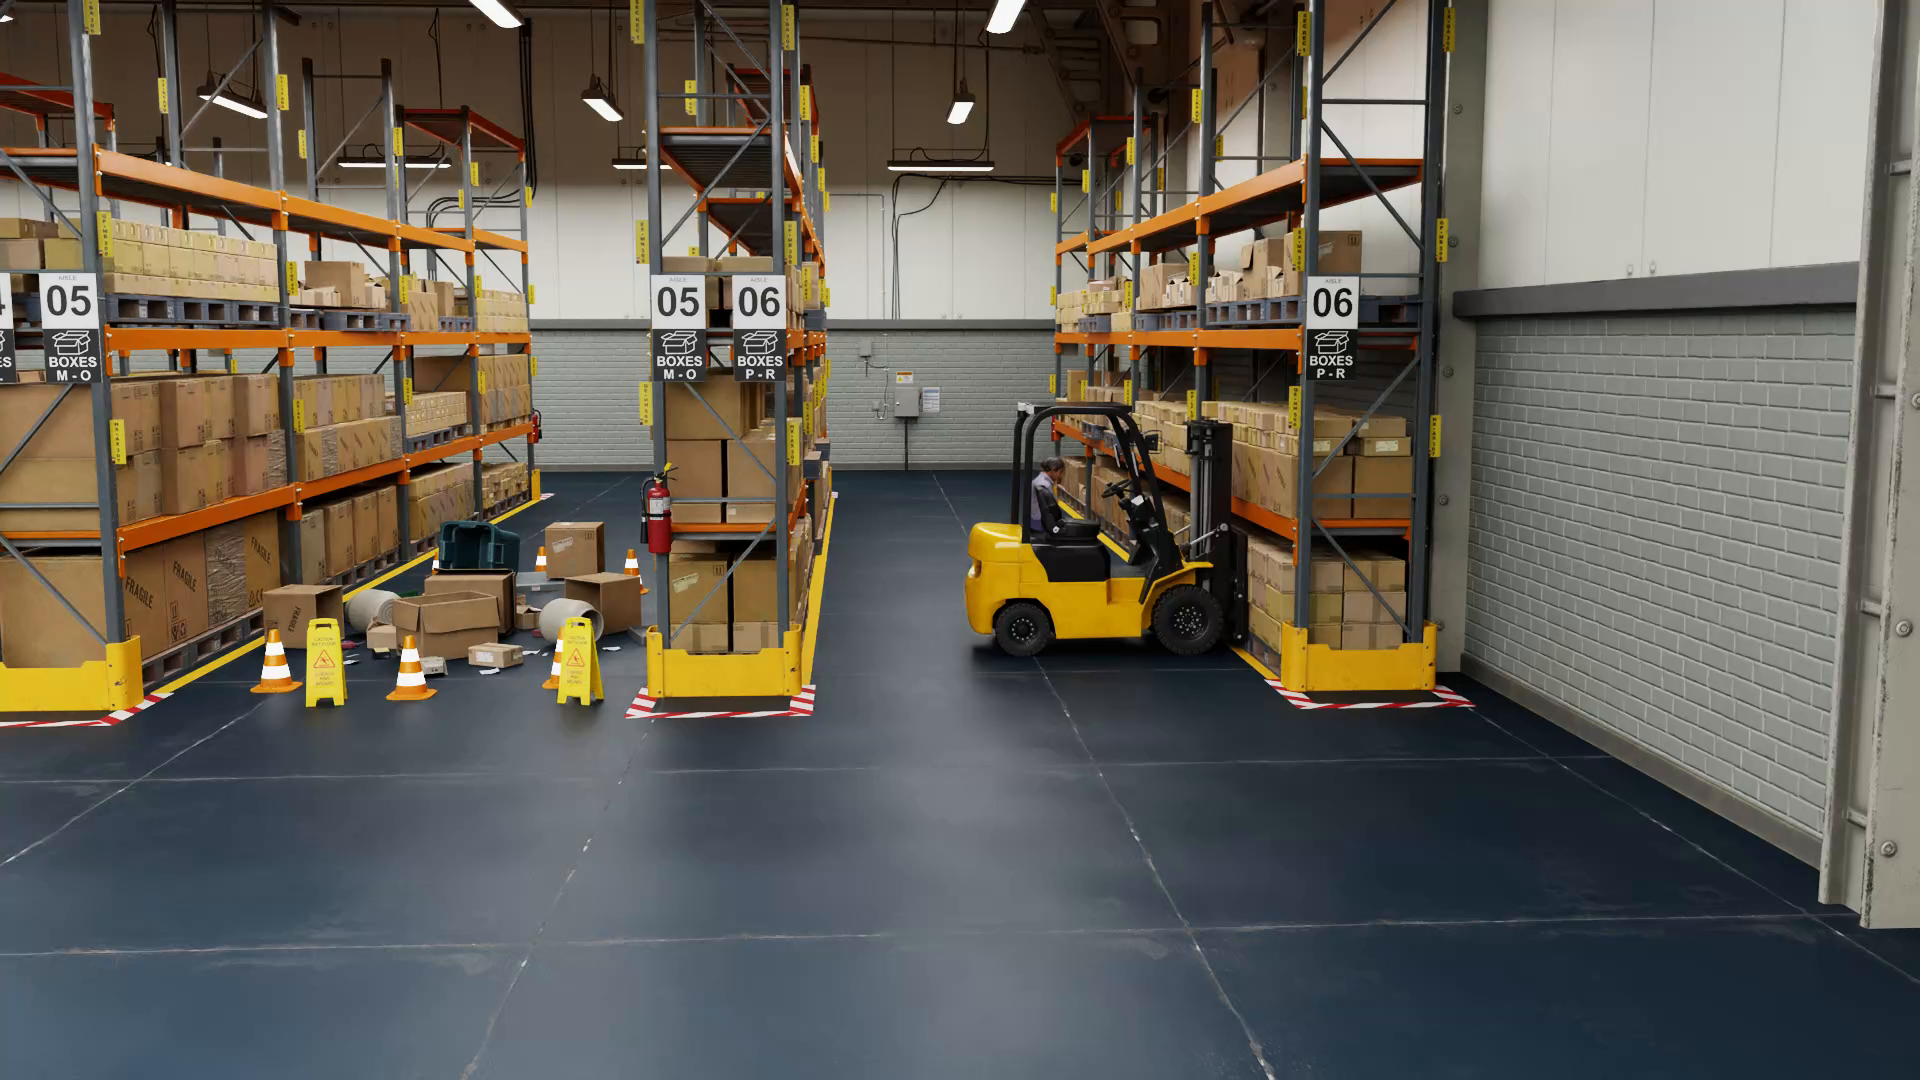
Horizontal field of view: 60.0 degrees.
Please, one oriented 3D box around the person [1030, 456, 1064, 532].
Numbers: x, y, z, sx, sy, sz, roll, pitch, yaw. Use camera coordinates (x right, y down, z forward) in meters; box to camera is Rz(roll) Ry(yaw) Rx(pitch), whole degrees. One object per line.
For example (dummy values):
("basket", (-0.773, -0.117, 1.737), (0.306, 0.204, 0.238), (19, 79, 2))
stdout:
("person", (0.813, -0.034, 16.403), (0.426, 1.587, 0.504), (0, 7, -2))
